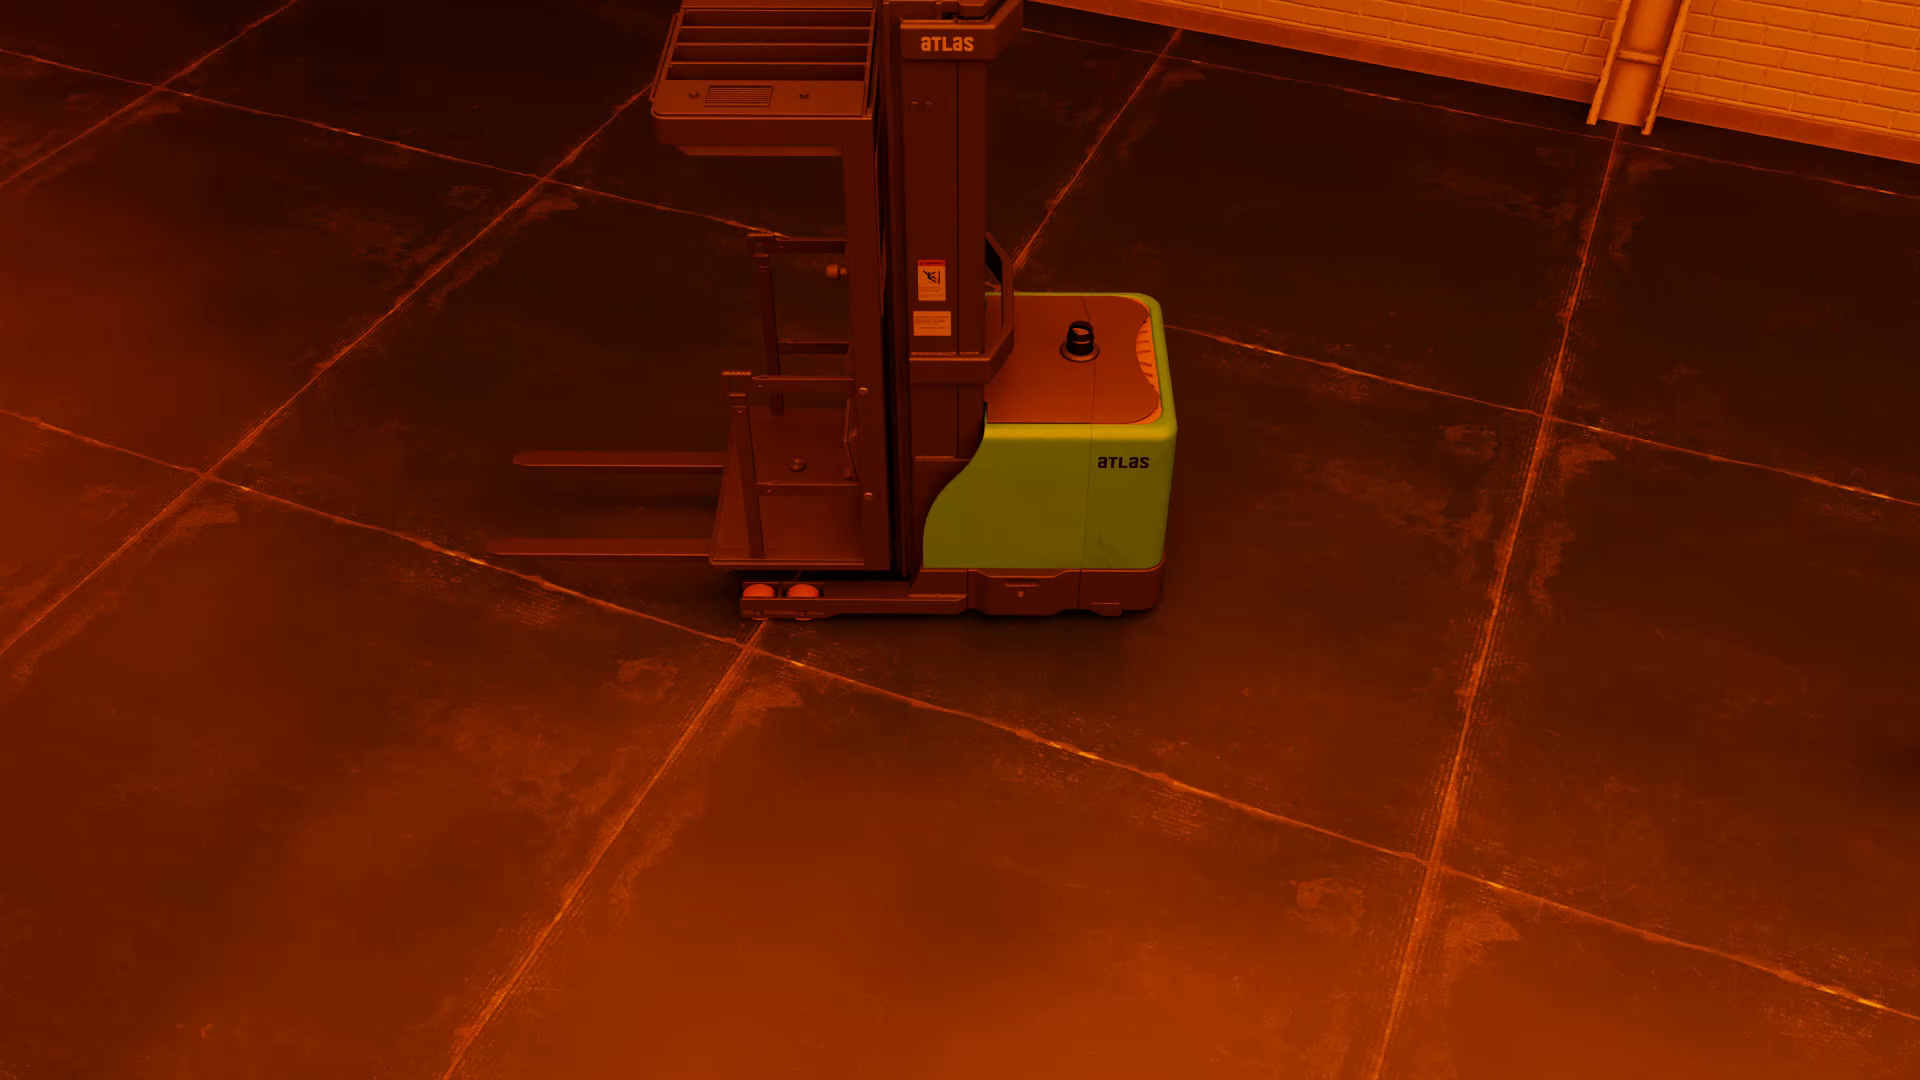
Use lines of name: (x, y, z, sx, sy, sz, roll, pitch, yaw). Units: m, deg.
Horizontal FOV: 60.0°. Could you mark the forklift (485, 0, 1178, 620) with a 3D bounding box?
forklift: (-0.609, -1.074, 6.818, 3.031, 2.935, 1.130, 0, 43, 0)
